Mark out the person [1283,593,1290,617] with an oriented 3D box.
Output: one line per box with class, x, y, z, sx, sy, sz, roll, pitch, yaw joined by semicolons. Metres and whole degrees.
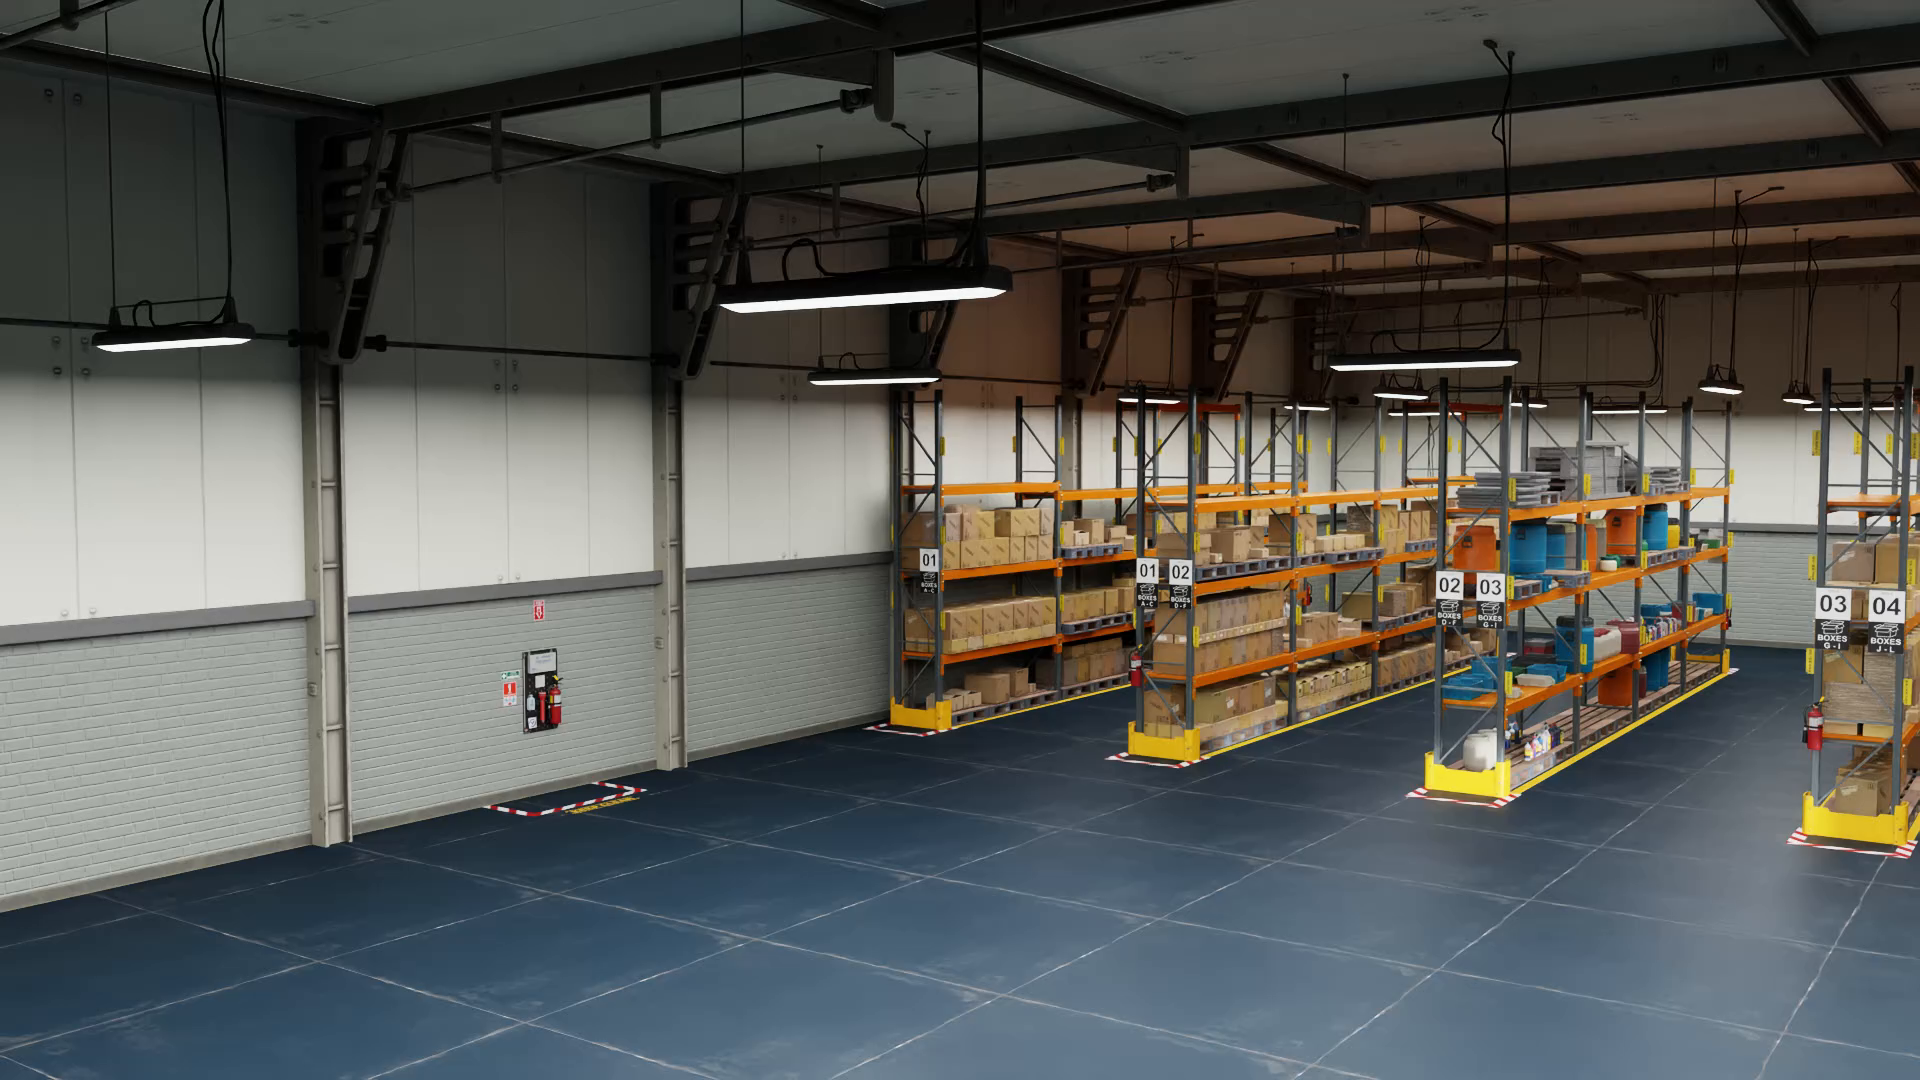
person;7.509;2.011;38.340;0.455;1.636;0.863;2;4;33
